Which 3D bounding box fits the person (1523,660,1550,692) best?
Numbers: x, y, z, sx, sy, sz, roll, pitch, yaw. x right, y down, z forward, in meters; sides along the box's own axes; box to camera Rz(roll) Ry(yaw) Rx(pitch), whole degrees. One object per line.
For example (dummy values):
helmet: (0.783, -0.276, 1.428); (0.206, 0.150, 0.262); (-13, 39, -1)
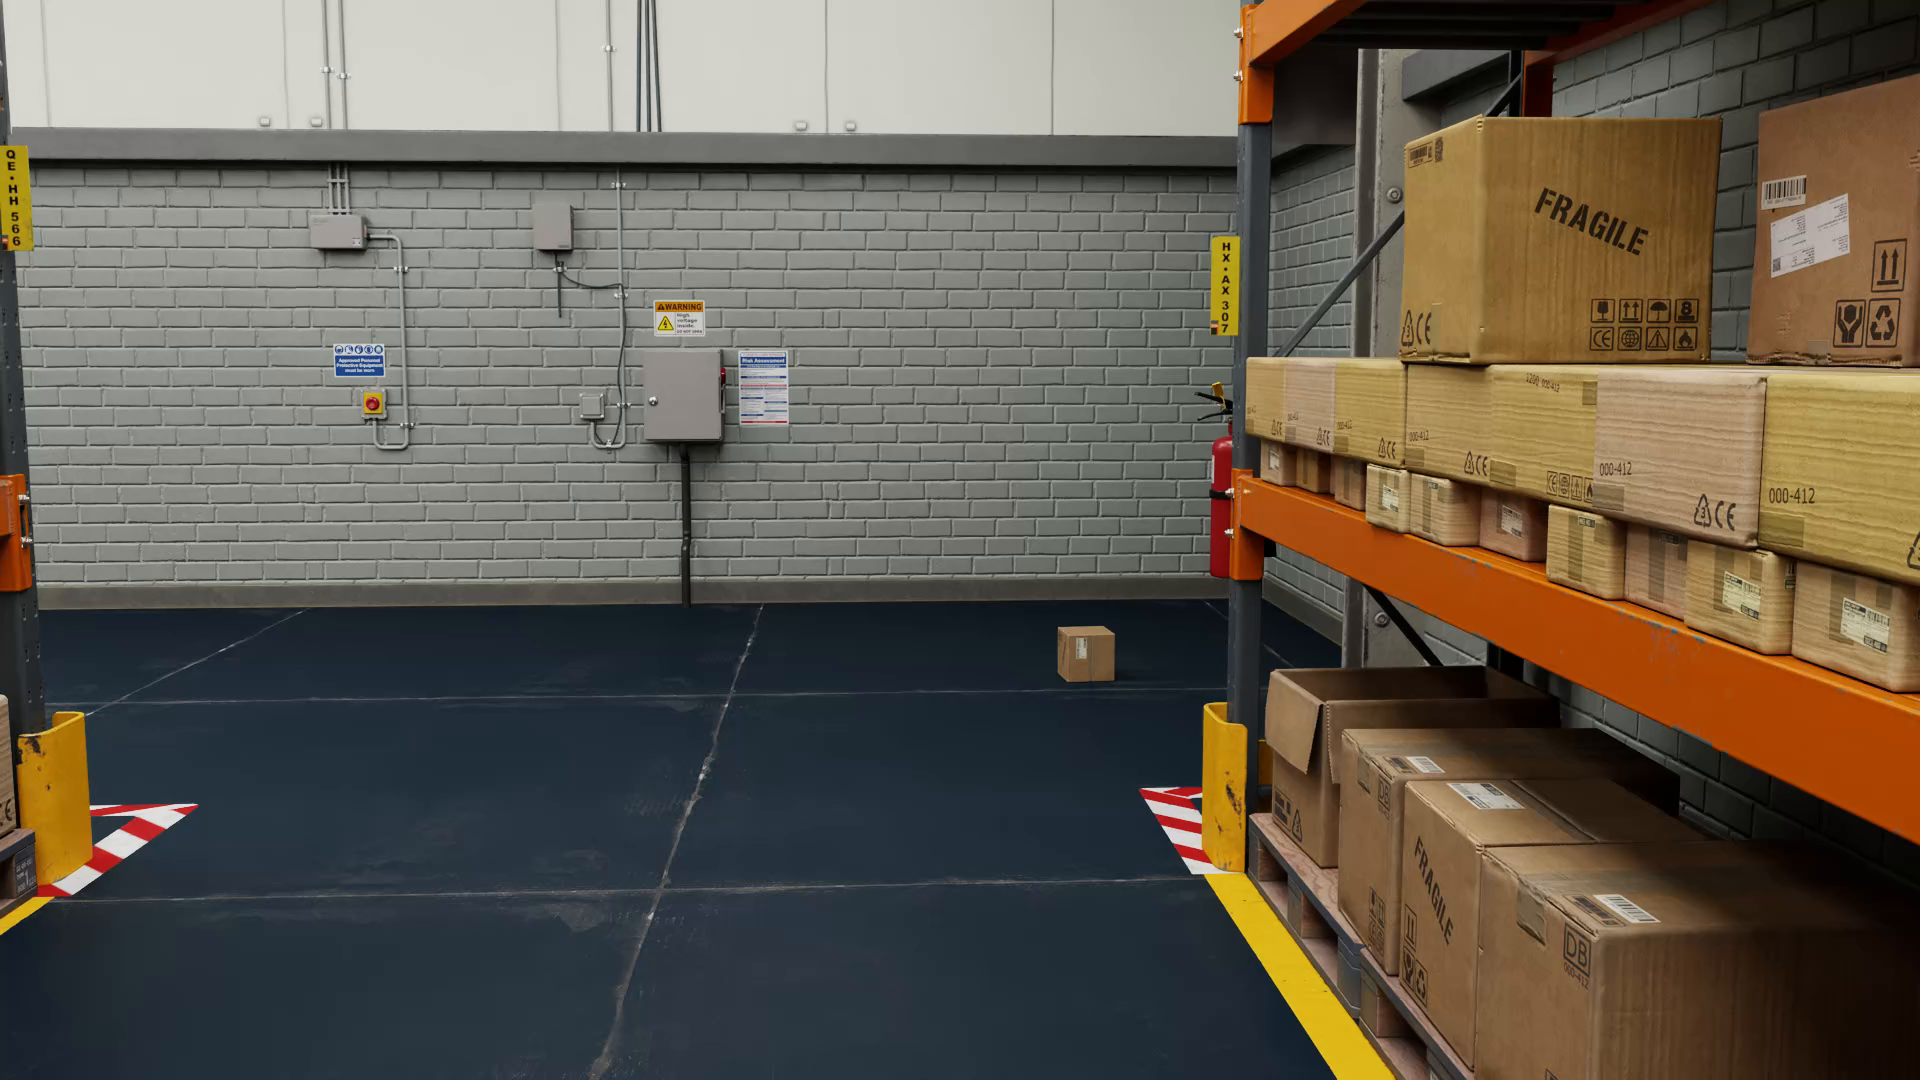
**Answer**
person: (2.318, 0.075, 6.659); (0.404, 1.807, 0.571); (5, 9, 38)
